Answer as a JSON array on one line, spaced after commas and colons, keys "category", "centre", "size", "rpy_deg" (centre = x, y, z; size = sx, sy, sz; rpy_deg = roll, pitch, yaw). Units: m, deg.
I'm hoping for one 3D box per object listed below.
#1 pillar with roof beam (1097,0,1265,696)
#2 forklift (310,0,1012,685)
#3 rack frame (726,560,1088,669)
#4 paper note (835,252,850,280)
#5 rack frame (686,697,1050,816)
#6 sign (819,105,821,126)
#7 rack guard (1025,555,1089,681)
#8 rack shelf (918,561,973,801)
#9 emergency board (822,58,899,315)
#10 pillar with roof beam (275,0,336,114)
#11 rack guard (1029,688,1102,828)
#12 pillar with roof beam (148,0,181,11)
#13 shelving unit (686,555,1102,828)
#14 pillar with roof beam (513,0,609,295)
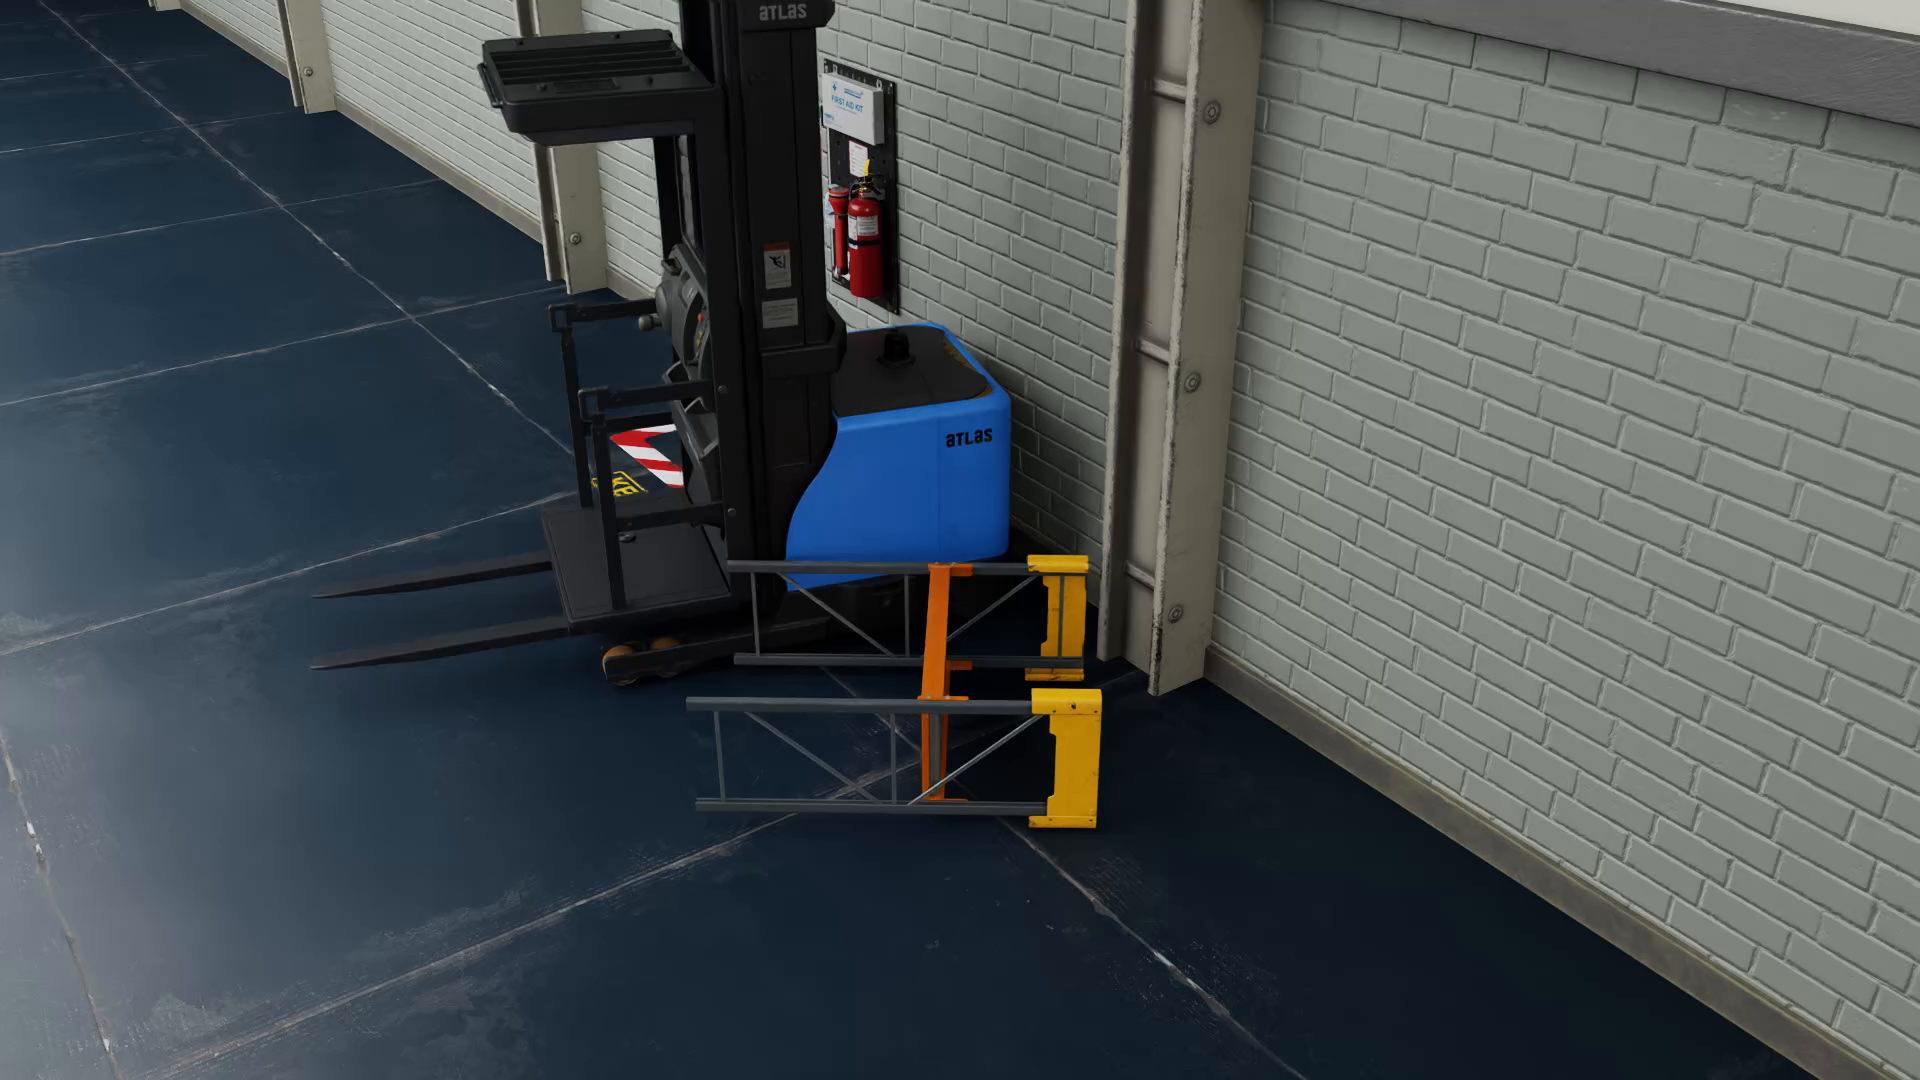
[{"category": "pillar with roof beam", "centre": [-2.670, -2.219, 2.907], "size": [9.100, 9.000, 0.400], "rpy_deg": [-19, 34, -31]}, {"category": "forklift", "centre": [-1.339, -0.951, 6.930], "size": [3.031, 2.935, 1.130], "rpy_deg": [-9, 30, -17]}, {"category": "rack frame", "centre": [-0.220, 0.317, 7.023], "size": [1.500, 0.500, 0.032], "rpy_deg": [1, 29, 1]}, {"category": "paper note", "centre": [-0.612, -1.447, 8.694], "size": [0.016, 0.148, 0.142], "rpy_deg": [-19, 34, -31]}, {"category": "rack frame", "centre": [-0.241, 0.802, 6.130], "size": [1.500, 0.500, 0.032], "rpy_deg": [1, 29, 1]}, {"category": "sign", "centre": [-0.807, -2.234, 8.627], "size": [0.001, 0.109, 0.331], "rpy_deg": [-19, 34, -31]}, {"category": "rack guard", "centre": [0.404, 0.333, 6.995], "size": [0.250, 0.587, 0.087], "rpy_deg": [1, 29, 1]}, {"category": "rack shelf", "centre": [-0.051, 0.562, 6.573], "size": [0.185, 0.538, 1.000], "rpy_deg": [1, 29, 1]}, {"category": "emergency board", "centre": [-0.566, -1.746, 8.322], "size": [0.194, 1.169, 0.643], "rpy_deg": [-19, 34, -31]}, {"category": "pillar with roof beam", "centre": [-9.631, -6.884, 11.497], "size": [9.100, 9.000, 0.400], "rpy_deg": [-19, 34, -31]}, {"category": "rack guard", "centre": [0.384, 0.808, 6.120], "size": [0.250, 0.587, 0.087], "rpy_deg": [1, 29, 1]}, {"category": "pillar with roof beam", "centre": [-13.111, -9.217, 15.792], "size": [9.100, 9.000, 0.400], "rpy_deg": [-19, 34, -31]}, {"category": "shelving unit", "centre": [-0.231, 0.564, 6.569], "size": [1.500, 0.587, 1.083], "rpy_deg": [1, 29, 1]}, {"category": "pillar with roof beam", "centre": [-6.150, -4.552, 7.202], "size": [9.100, 9.000, 0.400], "rpy_deg": [-19, 34, -31]}]
